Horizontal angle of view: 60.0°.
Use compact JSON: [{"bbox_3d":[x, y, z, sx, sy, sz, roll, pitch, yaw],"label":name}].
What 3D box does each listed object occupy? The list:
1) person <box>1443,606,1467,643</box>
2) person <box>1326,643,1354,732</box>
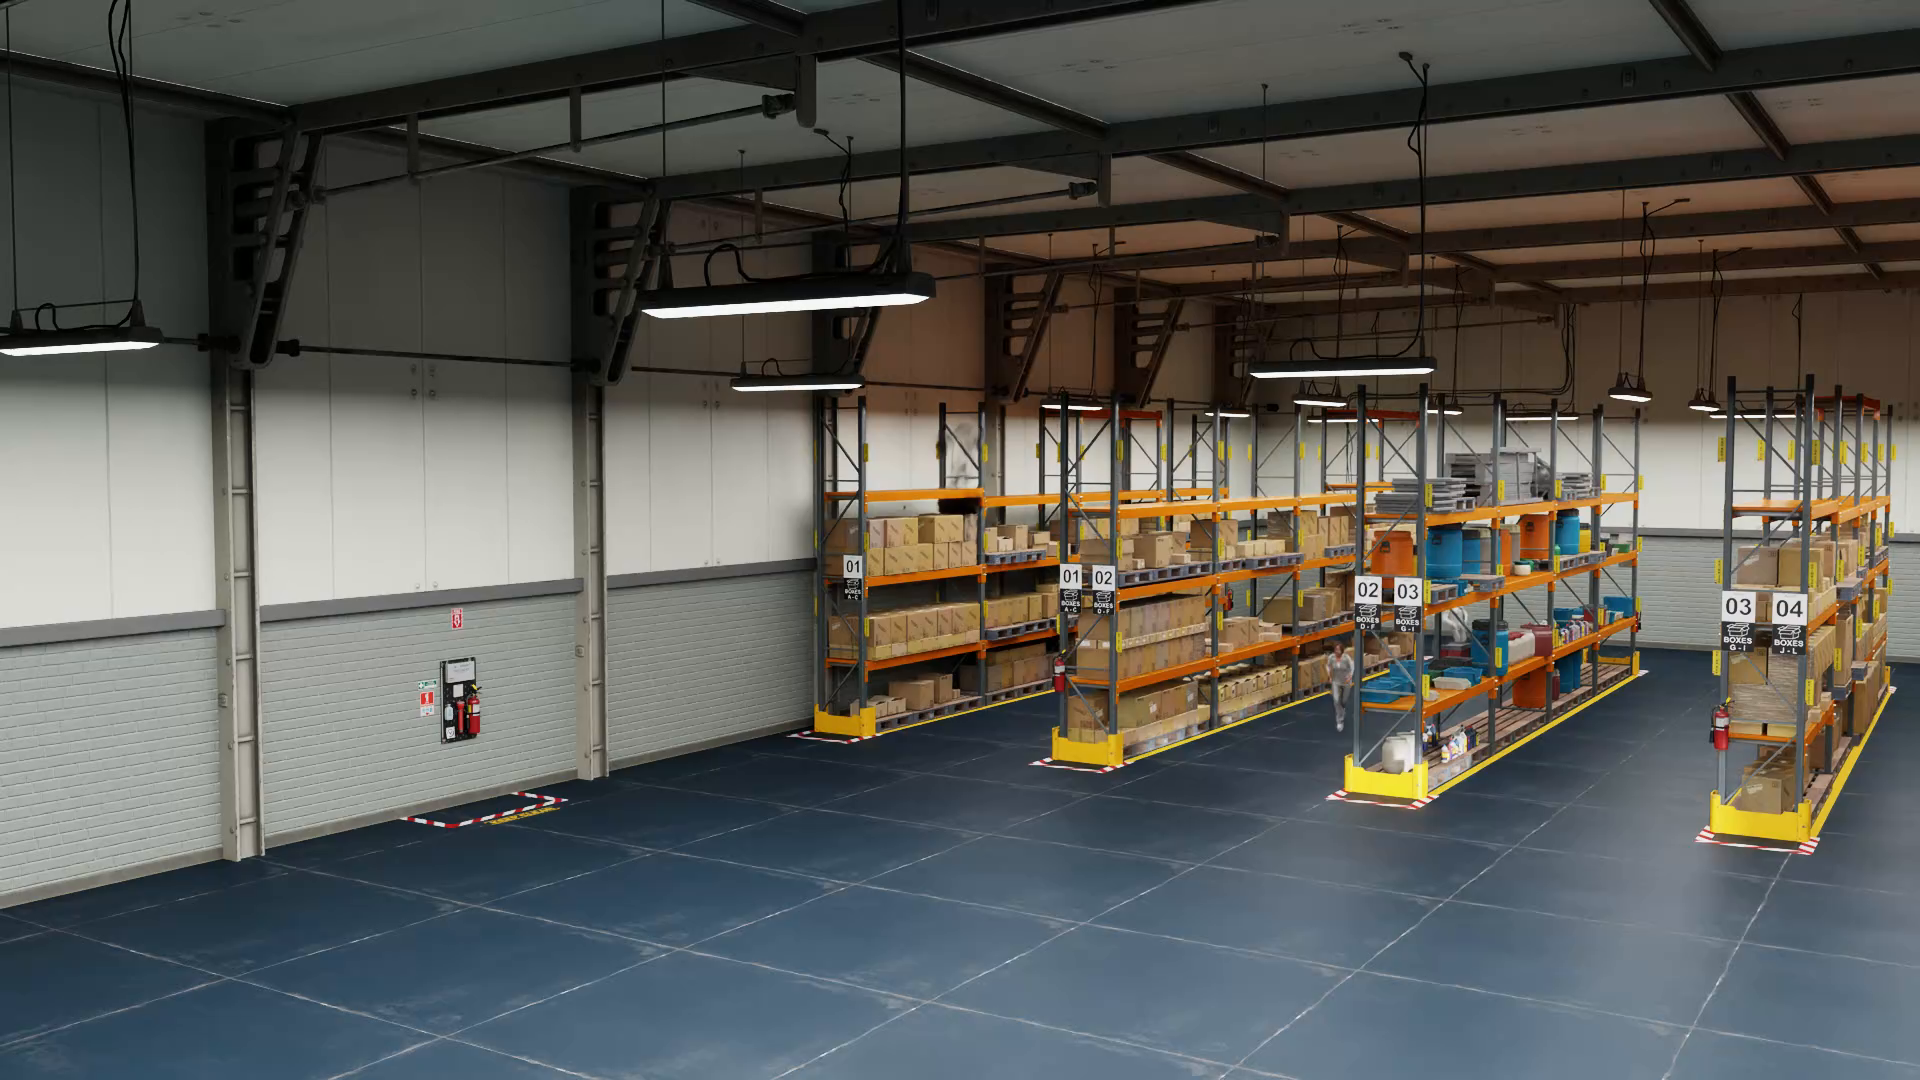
[{"bbox_3d":[11.942,2.084,39.968,0.635,1.635,0.502,0,3,3],"label":"person"},{"bbox_3d":[6.929,2.643,30.288,0.536,1.587,0.942,1,3,17],"label":"person"}]
